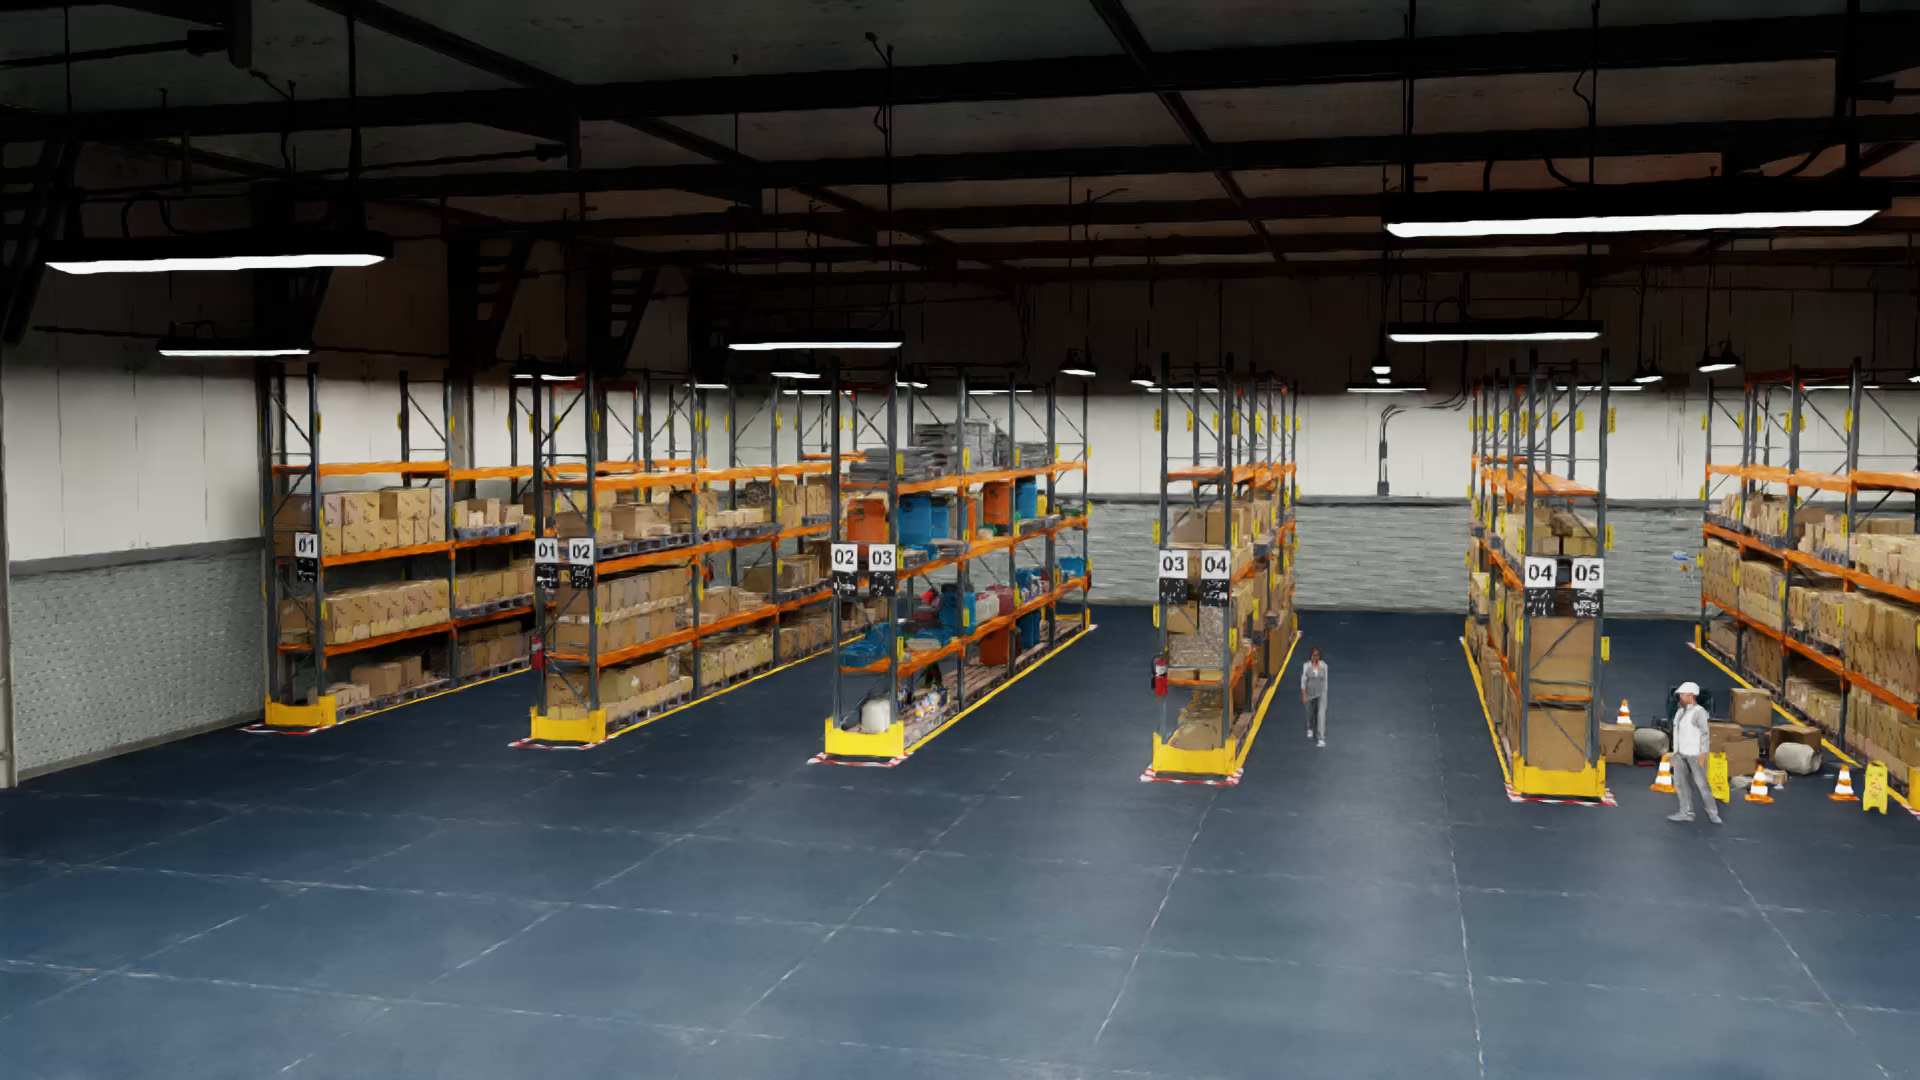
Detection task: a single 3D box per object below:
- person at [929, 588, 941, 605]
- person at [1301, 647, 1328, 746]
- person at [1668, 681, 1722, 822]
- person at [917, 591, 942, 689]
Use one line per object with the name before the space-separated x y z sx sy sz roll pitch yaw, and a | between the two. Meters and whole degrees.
person | -0.549 1.755 35.288 0.562 1.530 0.815 2 4 20
person | 5.522 2.404 25.912 0.419 1.514 1.038 1 4 12
person | 9.255 2.658 20.915 0.544 1.766 0.631 -1 4 -14
person | -0.549 1.803 29.958 0.493 1.792 0.621 0 4 7
